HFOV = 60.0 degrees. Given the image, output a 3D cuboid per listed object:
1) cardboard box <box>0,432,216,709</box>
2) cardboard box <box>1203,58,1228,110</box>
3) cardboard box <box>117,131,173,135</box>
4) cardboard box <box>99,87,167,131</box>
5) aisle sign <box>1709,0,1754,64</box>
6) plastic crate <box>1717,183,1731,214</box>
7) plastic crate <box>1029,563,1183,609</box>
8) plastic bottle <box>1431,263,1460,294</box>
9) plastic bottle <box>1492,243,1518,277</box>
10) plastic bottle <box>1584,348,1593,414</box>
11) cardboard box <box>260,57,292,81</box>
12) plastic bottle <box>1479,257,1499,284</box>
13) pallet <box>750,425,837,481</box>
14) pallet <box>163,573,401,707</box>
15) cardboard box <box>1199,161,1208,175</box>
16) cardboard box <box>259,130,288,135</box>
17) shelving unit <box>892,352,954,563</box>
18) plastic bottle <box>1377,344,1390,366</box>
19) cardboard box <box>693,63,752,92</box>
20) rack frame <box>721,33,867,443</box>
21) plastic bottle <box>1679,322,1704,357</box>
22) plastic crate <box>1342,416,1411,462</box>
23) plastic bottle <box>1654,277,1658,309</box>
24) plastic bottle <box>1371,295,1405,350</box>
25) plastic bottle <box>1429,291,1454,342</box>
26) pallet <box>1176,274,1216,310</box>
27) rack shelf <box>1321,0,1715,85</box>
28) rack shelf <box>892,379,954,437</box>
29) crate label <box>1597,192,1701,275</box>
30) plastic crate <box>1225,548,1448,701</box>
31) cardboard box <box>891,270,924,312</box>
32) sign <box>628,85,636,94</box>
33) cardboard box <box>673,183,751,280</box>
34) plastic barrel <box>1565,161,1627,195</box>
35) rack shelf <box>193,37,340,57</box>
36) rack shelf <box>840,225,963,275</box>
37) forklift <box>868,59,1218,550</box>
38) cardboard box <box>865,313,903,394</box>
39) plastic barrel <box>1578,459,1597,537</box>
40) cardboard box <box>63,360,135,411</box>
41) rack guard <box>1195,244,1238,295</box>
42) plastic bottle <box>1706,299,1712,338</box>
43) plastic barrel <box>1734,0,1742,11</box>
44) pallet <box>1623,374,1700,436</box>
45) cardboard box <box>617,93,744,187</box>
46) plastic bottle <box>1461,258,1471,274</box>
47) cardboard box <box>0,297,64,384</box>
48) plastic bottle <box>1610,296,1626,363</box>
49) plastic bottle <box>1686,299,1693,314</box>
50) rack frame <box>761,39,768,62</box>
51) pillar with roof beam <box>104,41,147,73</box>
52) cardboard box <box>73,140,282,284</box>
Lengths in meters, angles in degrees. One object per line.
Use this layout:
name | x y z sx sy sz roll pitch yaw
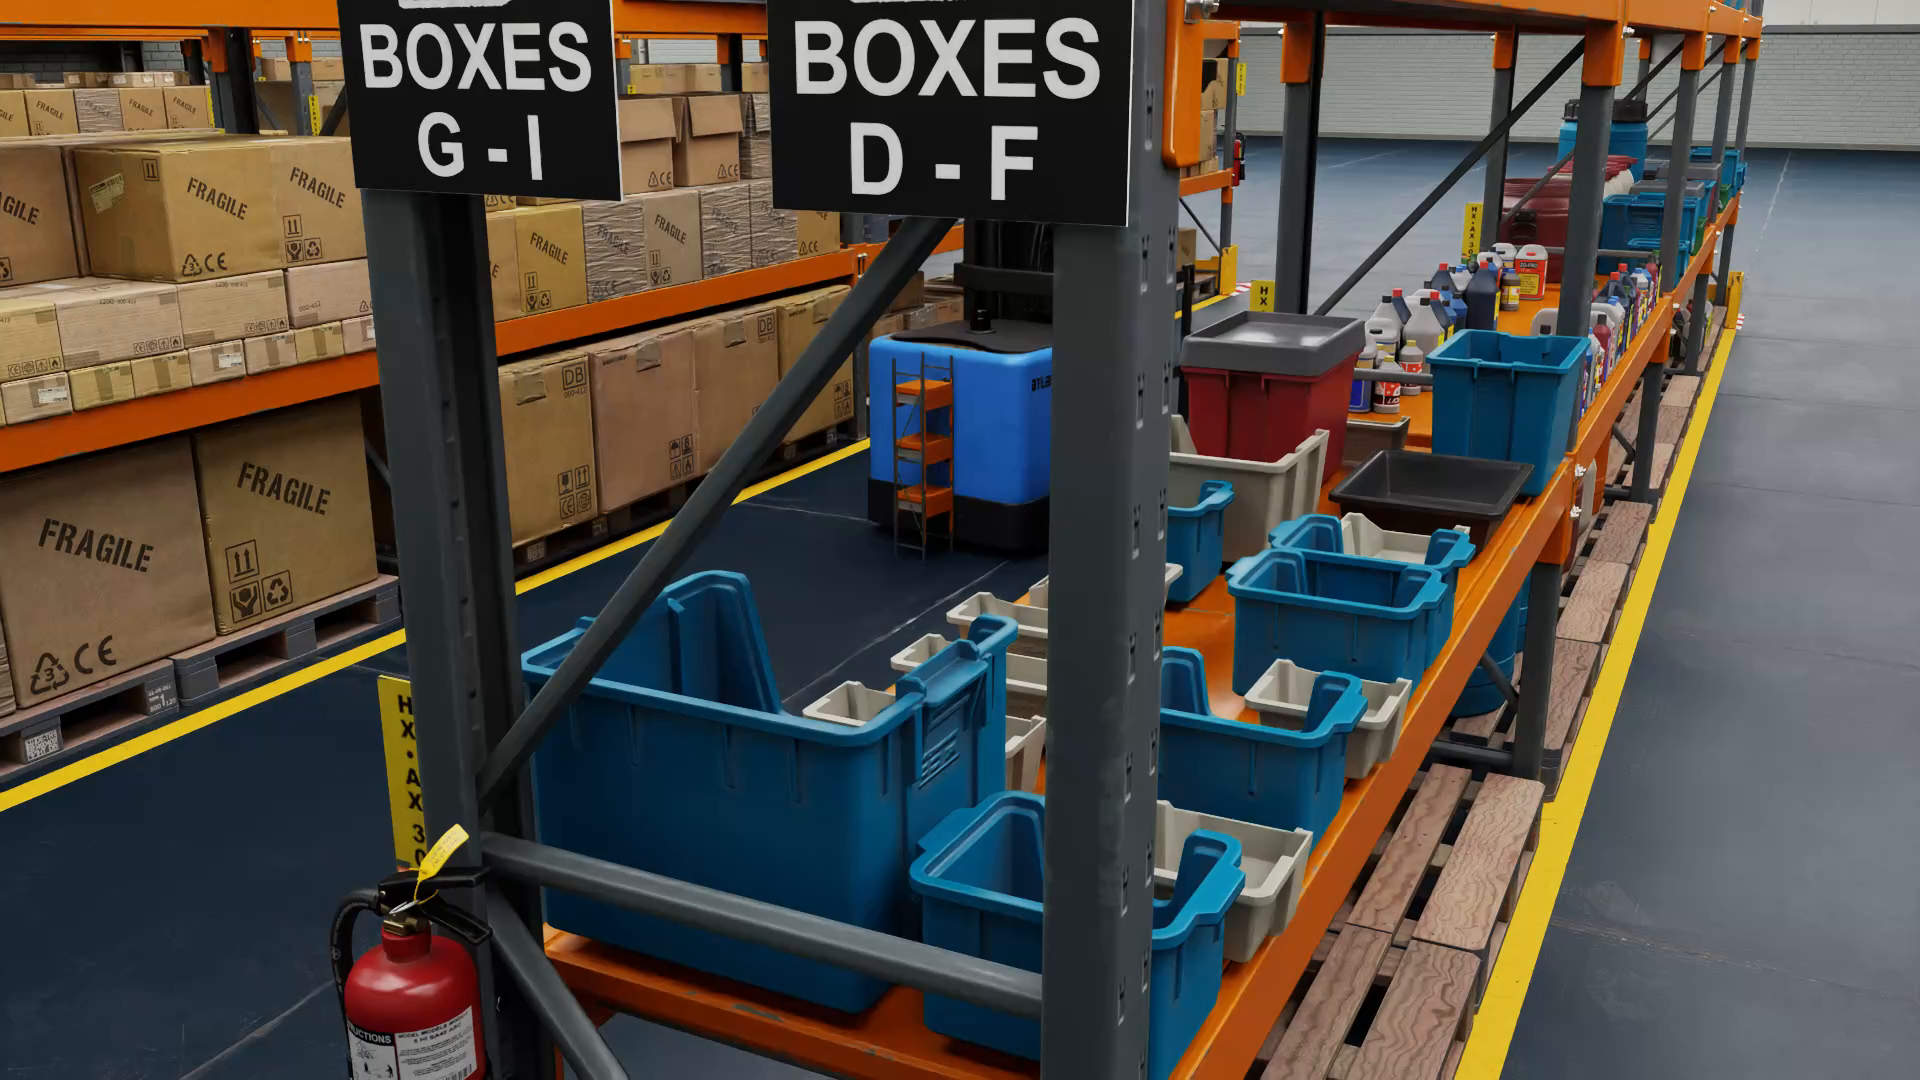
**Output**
cardboard box | -3.664 0.047 6.592 0.875 0.875 0.875 8 18 25
cardboard box | 2.442 -4.712 17.168 0.500 0.500 0.500 8 18 25
cardboard box | -6.111 -2.975 12.432 0.380 0.149 0.250 8 18 25
cardboard box | -8.644 -4.444 17.282 0.500 0.500 0.500 9 19 27
aisle sign | 7.195 -4.811 15.387 0.394 0.787 0.004 8 18 25
plastic crate | 5.969 -2.773 13.465 0.450 0.188 0.662 8 18 25
plastic crate | 0.311 0.135 3.660 0.298 0.136 0.250 8 18 25
plastic bottle | 2.146 -1.060 7.412 0.144 0.351 0.185 8 18 25
plastic bottle | 2.840 -1.418 8.747 0.152 0.276 0.135 8 18 25
plastic bottle | 2.219 -0.595 5.986 0.097 0.271 0.097 0 17 0
cardboard box | -7.796 -5.210 18.844 0.700 0.500 0.500 8 18 25
plastic bottle | 2.612 -1.264 8.237 0.097 0.271 0.097 0 17 0
pallet | -1.528 -0.648 10.836 1.003 0.211 1.213 8 18 25
pallet | -3.305 0.363 7.431 1.003 0.211 1.213 8 18 25
cardboard box | 2.346 -3.861 17.196 0.380 0.149 0.250 8 18 25
cardboard box | -5.309 -3.016 12.569 0.380 0.149 0.250 7 18 23
shelving unit | -0.190 -0.428 8.623 0.215 1.050 0.252 12 20 34
plastic bottle | 1.564 -0.633 6.236 0.097 0.201 0.097 0 17 0
cardboard box | -2.782 -4.942 18.235 0.875 0.550 0.500 8 18 25
rack frame | -1.108 -2.176 11.083 1.000 3.000 0.127 8 18 25
plastic bottle | 5.765 -1.581 13.092 0.152 0.276 0.135 9 19 27
plastic crate | 1.200 -0.329 5.222 0.396 0.136 0.243 8 18 25
plastic bottle | 3.456 -1.267 8.369 0.097 0.201 0.097 0 17 0
plastic bottle | 1.653 -0.779 6.467 0.144 0.351 0.185 8 18 25
plastic bottle | 1.865 -0.808 6.564 0.144 0.351 0.185 8 18 25
pallet | 2.038 -2.656 17.594 1.003 0.211 1.213 8 18 25
rack shelf | 2.429 -2.130 6.922 1.077 0.370 4.000 8 18 25
rack shelf | -0.190 -0.690 8.545 0.215 0.259 0.240 12 20 34
crate label | 4.009 -1.782 9.693 0.502 0.435 0.616 8 18 25
plastic crate | 0.741 0.187 3.316 0.416 0.233 0.300 8 18 25
cardboard box | -0.608 -1.859 12.316 0.500 0.250 0.500 11 20 32
sign | -3.223 -4.302 16.347 0.100 0.325 0.005 8 18 25
cardboard box | -1.564 -1.808 9.668 0.500 0.500 0.500 7 18 24
plastic barrel | 4.159 -2.228 11.017 0.433 0.535 0.433 0 17 0
rack shelf | -7.293 -6.058 20.149 1.077 0.370 4.000 8 18 25
rack shelf | -0.215 -2.341 12.901 1.077 0.370 4.000 8 18 25
forklift | 0.764 -1.712 9.640 1.130 2.935 3.031 12 20 34
cardboard box | -0.827 -1.362 11.960 0.700 0.500 0.500 7 18 22
plastic barrel | 2.947 -0.273 8.307 0.421 0.512 0.421 0 17 0
cardboard box | -3.313 -0.590 6.185 0.380 0.149 0.250 8 18 24
rack guard | 2.433 -2.996 18.235 1.175 0.500 0.348 8 18 25
plastic bottle | 6.199 -1.863 13.907 0.144 0.351 0.185 9 19 28
plastic barrel | 5.077 -4.086 11.365 0.600 0.901 0.708 8 18 25
pallet | 4.794 -1.023 12.099 1.003 0.211 1.213 8 18 25
cardboard box | -1.743 -2.355 9.748 0.797 0.503 0.637 9 19 27
plastic bottle | 2.430 -1.216 8.056 0.061 0.283 0.133 8 18 25
cardboard box | -3.544 -0.692 5.825 0.500 0.250 0.500 8 18 24
plastic bottle | 2.720 -0.881 6.948 0.097 0.271 0.097 0 17 0
plastic bottle | 6.236 -1.922 14.224 0.061 0.283 0.133 8 18 25
rack frame | -1.926 -4.871 20.155 1.000 3.000 0.127 8 18 25
pillar with roof beam | -8.108 -8.371 21.403 9.100 9.000 0.400 8 18 25
cardboard box | -3.089 -1.309 6.589 0.500 0.500 0.500 8 18 26
